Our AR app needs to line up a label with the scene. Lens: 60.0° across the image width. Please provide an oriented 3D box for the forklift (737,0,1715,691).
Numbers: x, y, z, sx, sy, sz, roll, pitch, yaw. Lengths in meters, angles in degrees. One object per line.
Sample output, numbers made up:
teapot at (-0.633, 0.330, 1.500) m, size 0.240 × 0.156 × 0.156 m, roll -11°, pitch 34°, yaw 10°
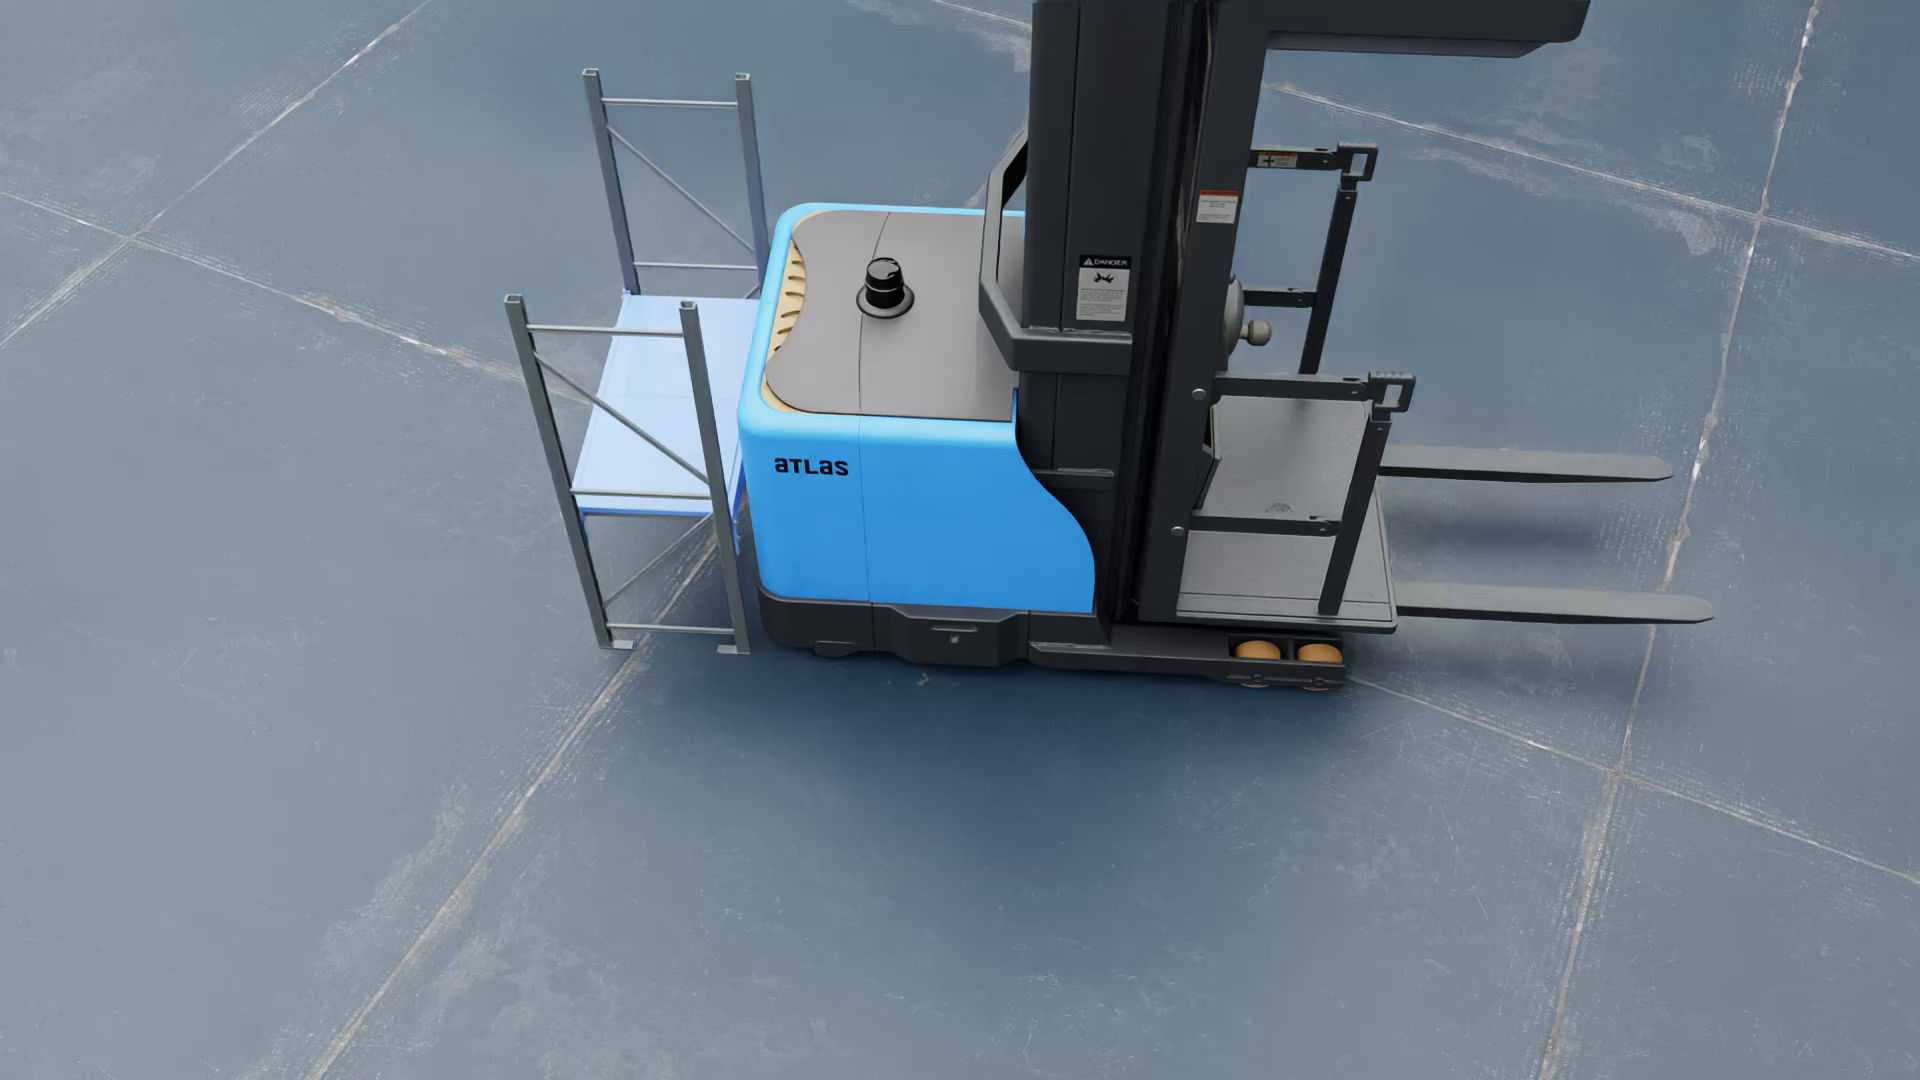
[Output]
forklift at (0.894, -0.888, 4.581) m, size 3.031 × 2.935 × 1.130 m, roll 3°, pitch 50°, yaw 2°

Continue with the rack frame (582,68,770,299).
rack frame at (-0.877, -0.905, 5.535) m, size 0.500 × 1.500 × 0.032 m, roll 2°, pitch 50°, yaw 2°

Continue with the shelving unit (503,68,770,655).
shelving unit at (-0.905, -0.518, 5.206) m, size 0.538 × 1.500 × 1.048 m, roll 2°, pitch 50°, yaw 2°

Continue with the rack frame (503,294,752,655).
rack frame at (-0.932, -0.132, 4.877) m, size 0.500 × 1.500 × 0.032 m, roll 2°, pitch 50°, yaw 2°

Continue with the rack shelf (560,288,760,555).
rack shelf at (-0.905, -0.402, 5.343) m, size 0.538 × 0.185 × 1.000 m, roll 2°, pitch 50°, yaw 2°
